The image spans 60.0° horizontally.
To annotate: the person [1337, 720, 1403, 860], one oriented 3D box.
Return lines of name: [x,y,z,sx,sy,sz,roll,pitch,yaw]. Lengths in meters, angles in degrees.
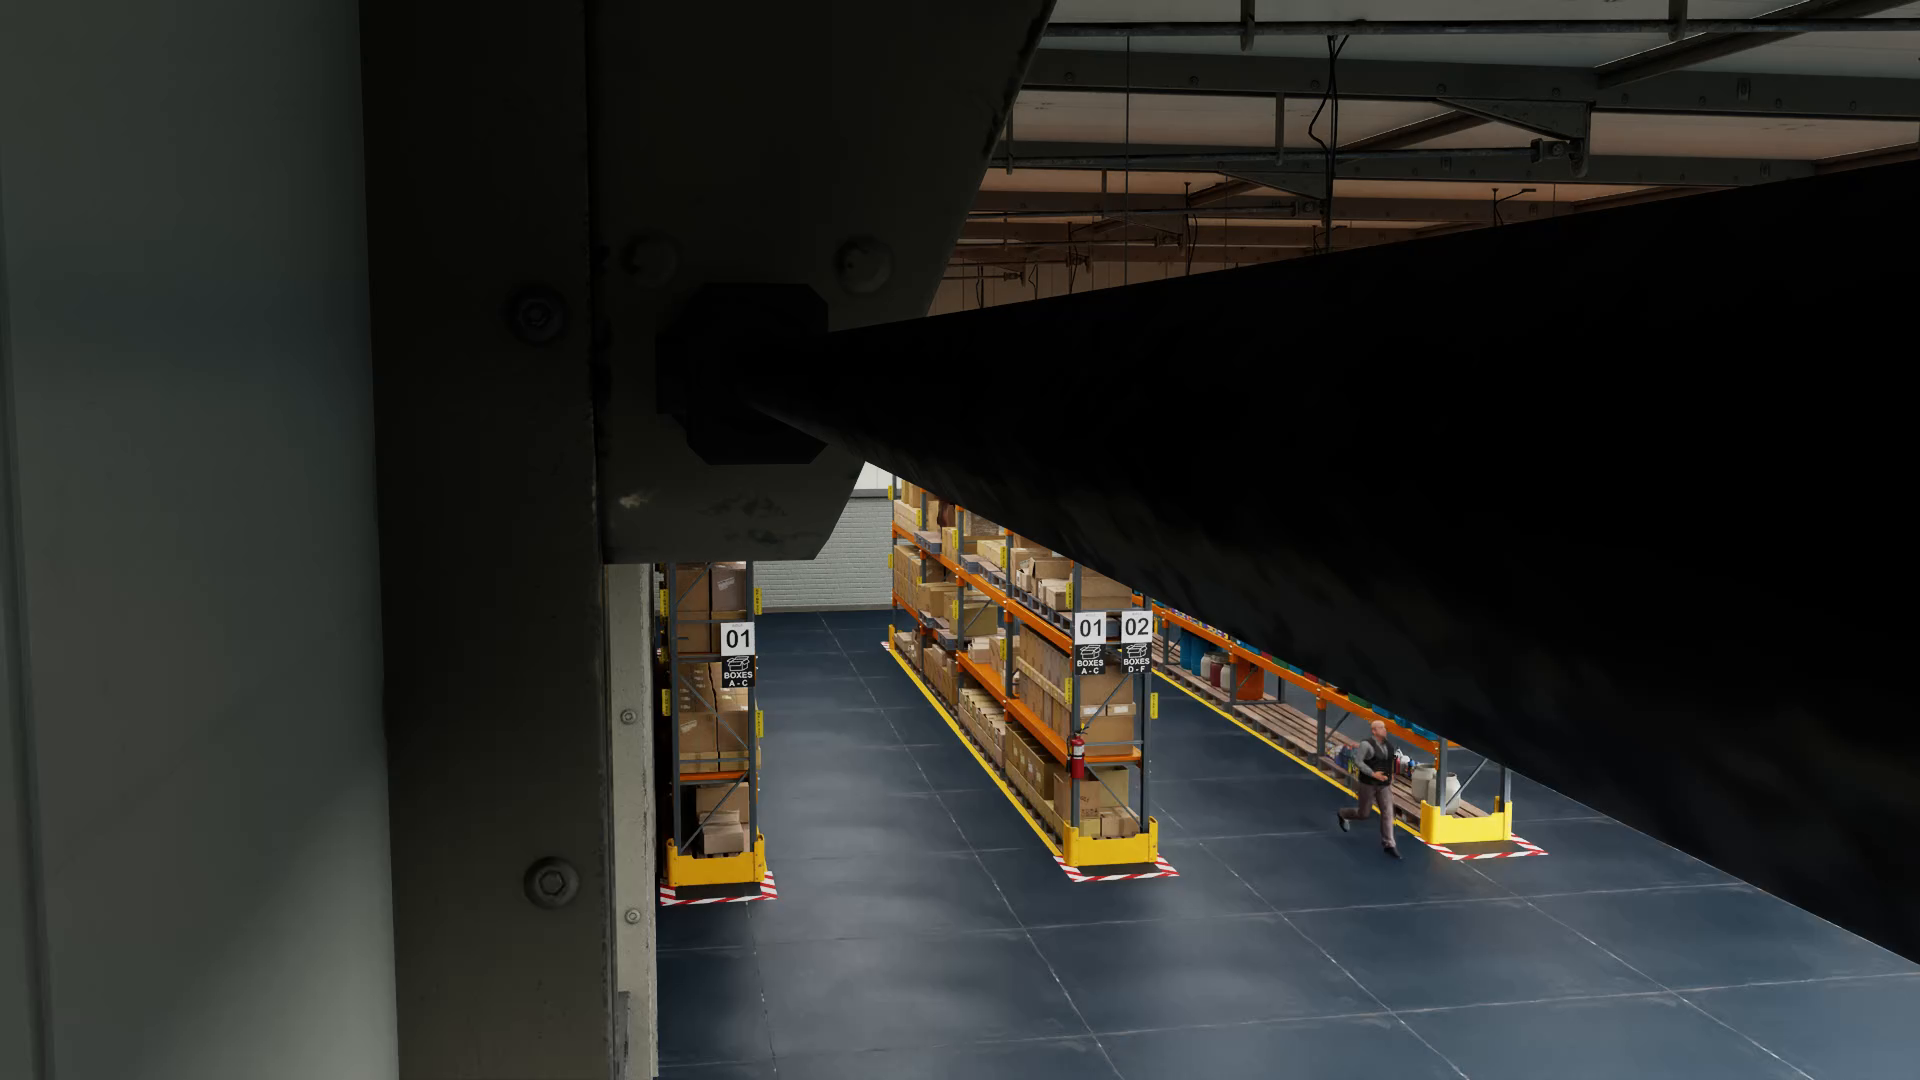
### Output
person: [5.351,3.179,21.503,0.653,1.708,1.091,-3,7,-27]
